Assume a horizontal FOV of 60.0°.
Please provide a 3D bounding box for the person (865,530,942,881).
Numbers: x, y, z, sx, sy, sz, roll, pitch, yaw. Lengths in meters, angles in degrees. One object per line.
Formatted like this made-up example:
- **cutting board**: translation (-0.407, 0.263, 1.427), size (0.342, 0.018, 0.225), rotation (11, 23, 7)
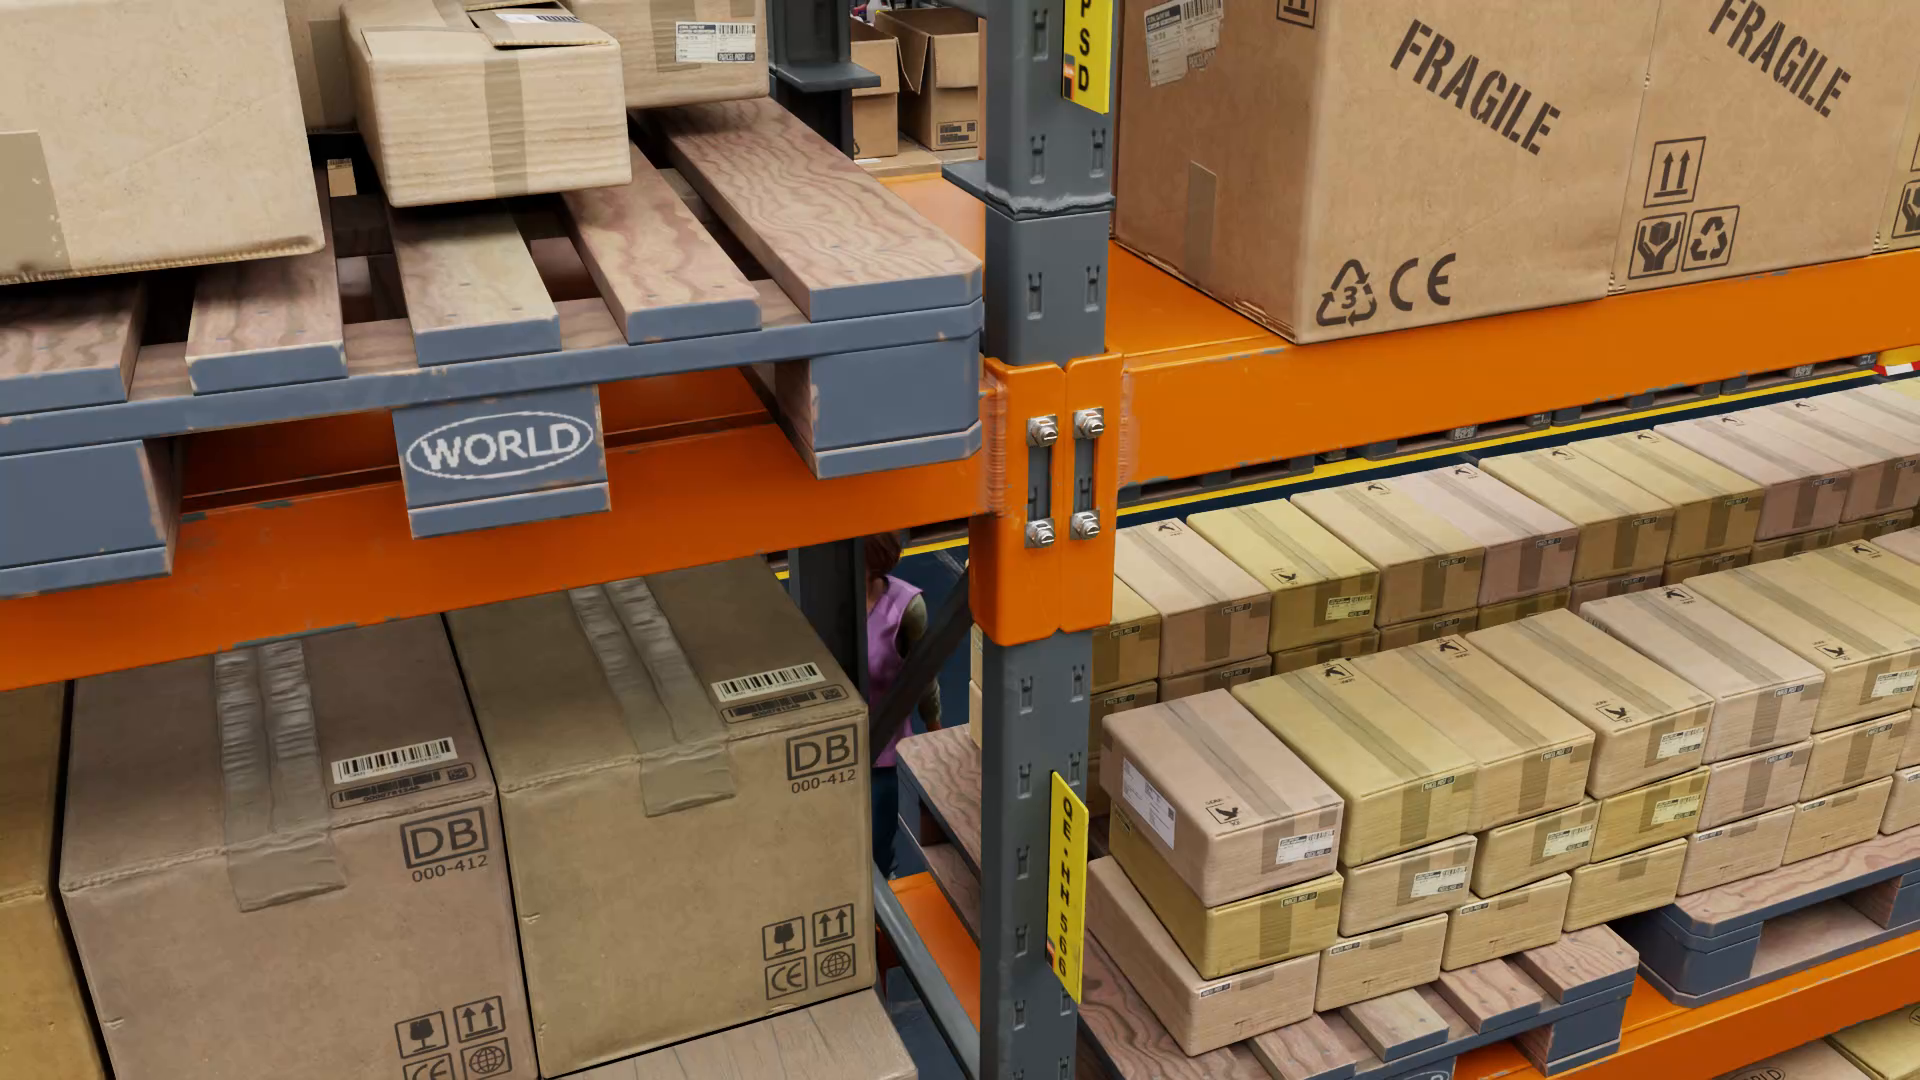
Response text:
- **person**: translation (-0.345, 0.643, 4.845), size (0.446, 1.550, 0.922), rotation (12, 29, 22)
